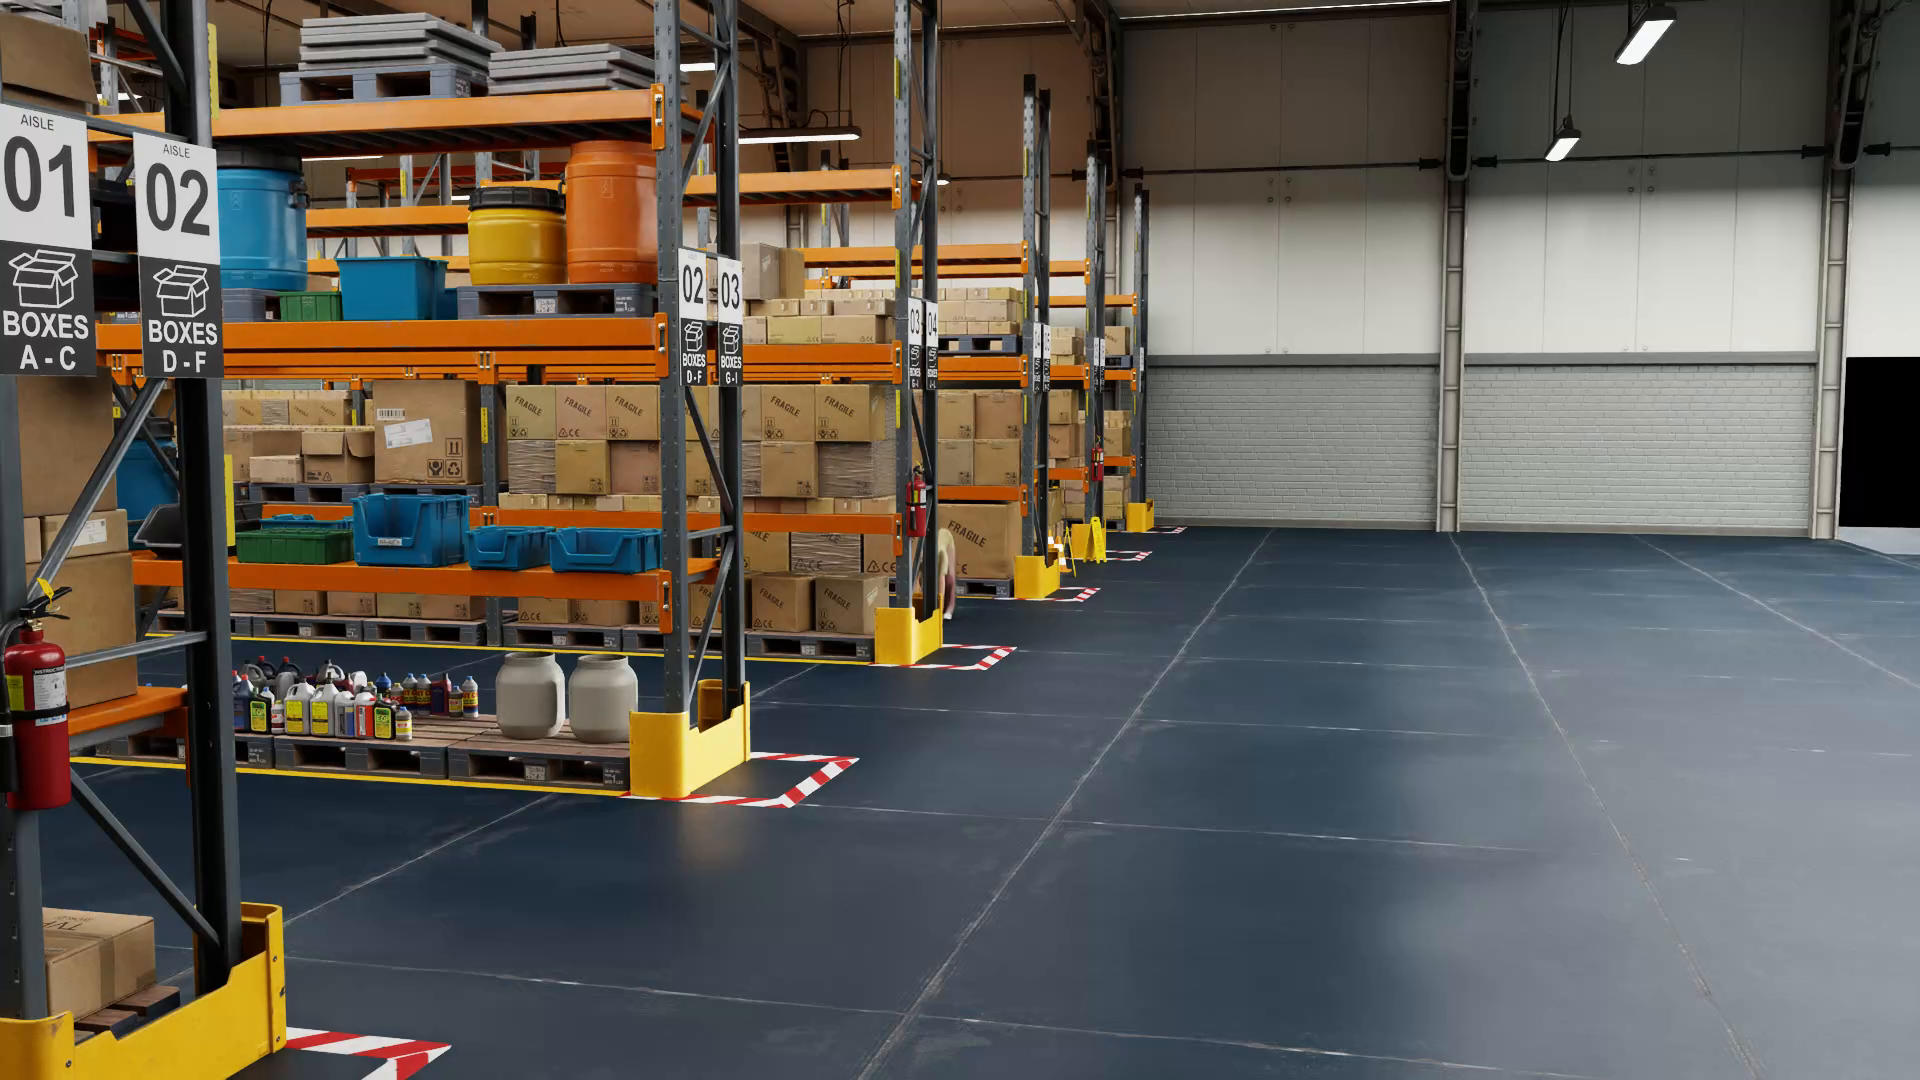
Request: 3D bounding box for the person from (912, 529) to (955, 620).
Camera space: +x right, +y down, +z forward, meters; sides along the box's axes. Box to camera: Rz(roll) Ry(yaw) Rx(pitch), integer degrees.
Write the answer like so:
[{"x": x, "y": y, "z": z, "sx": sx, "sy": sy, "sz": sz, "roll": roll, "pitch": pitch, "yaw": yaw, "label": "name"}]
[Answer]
[{"x": -0.286, "y": 0.371, "z": 17.410, "sx": 0.451, "sy": 0.960, "sz": 0.856, "roll": 1, "pitch": 5, "yaw": 11, "label": "person"}]
